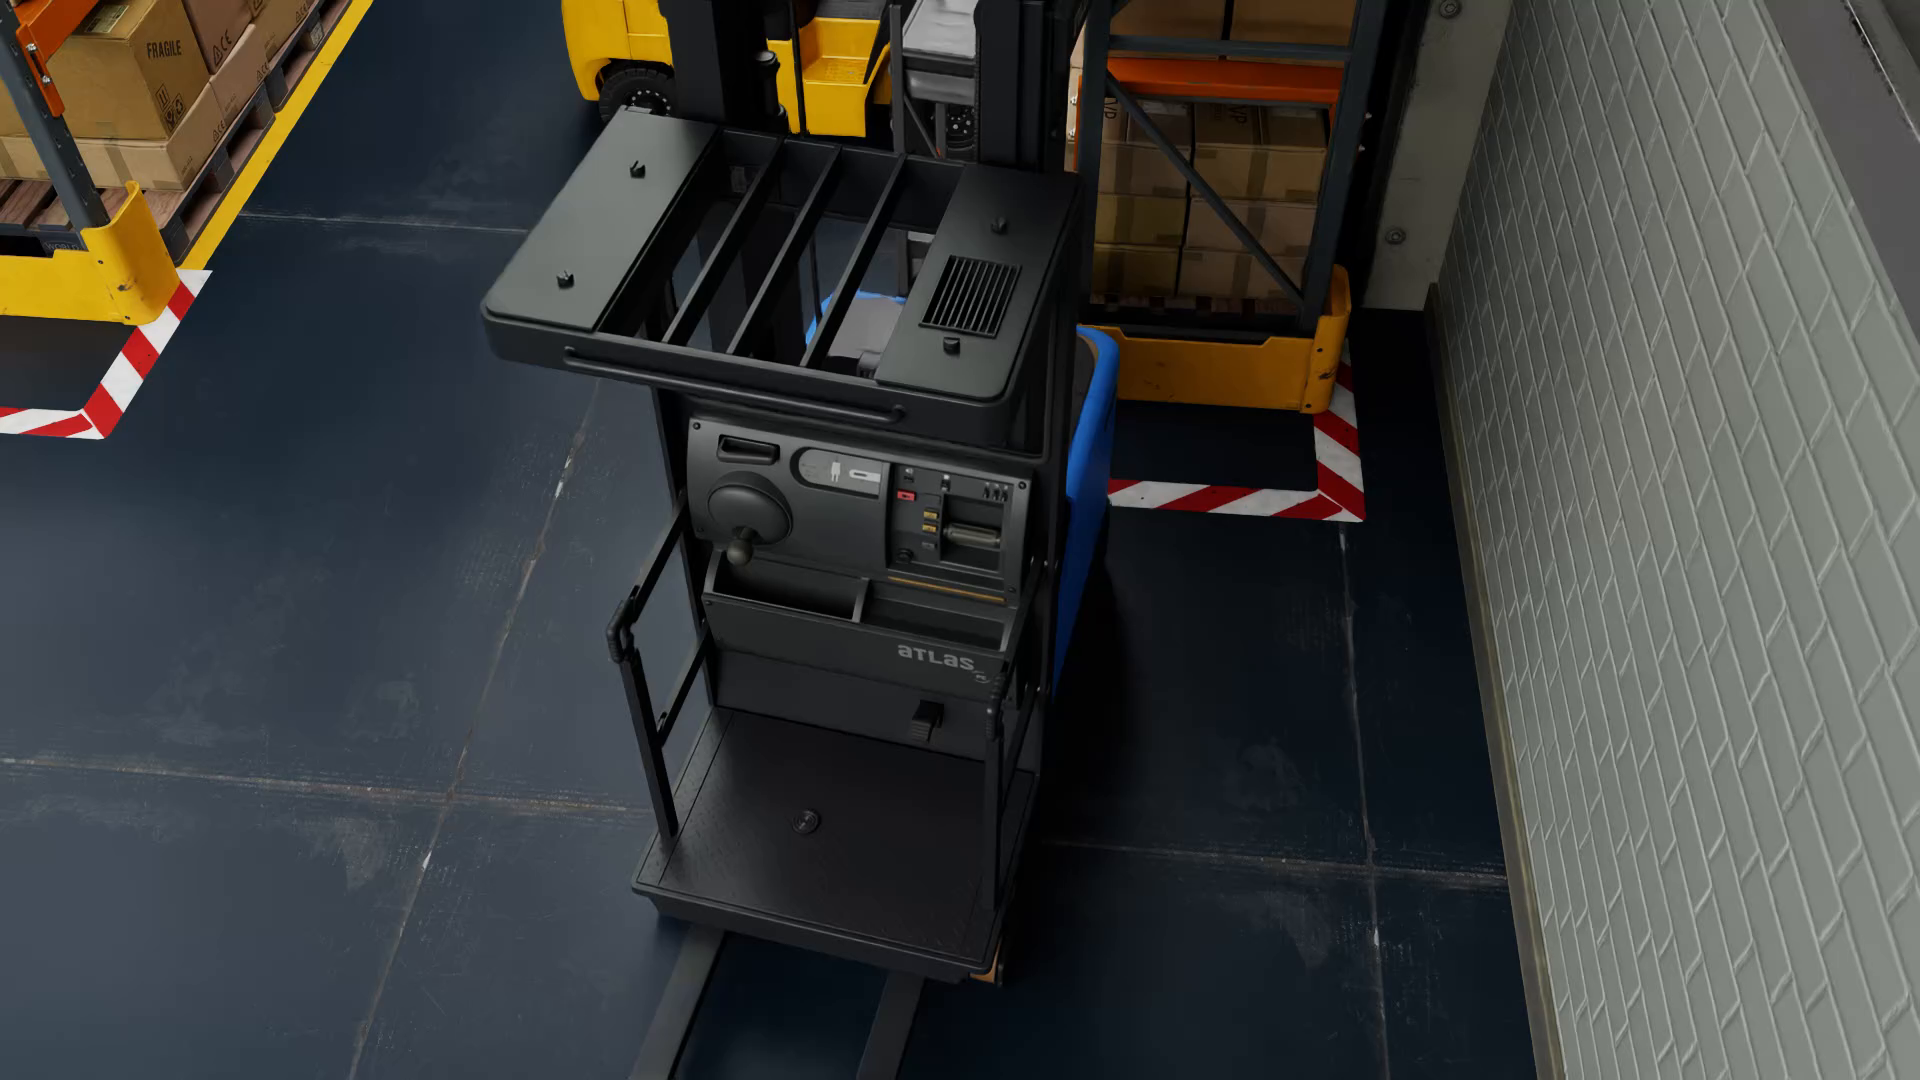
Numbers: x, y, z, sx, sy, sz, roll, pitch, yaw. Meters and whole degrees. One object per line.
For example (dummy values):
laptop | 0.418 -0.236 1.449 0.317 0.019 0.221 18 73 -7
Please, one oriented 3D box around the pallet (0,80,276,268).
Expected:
pallet | -3.895 -1.742 7.700 1.003 0.211 1.213 4 48 4

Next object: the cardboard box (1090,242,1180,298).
cardboard box | 0.660 -1.282 6.969 0.500 0.250 0.500 4 48 4

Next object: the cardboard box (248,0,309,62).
cardboard box | -3.571 -2.597 8.172 0.500 0.250 0.500 7 48 6

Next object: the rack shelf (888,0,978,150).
rack shelf | 0.051 -1.443 5.217 0.431 0.518 0.480 11 48 10

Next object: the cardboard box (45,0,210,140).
cardboard box | -3.661 -2.091 7.201 0.500 0.500 0.500 2 48 2

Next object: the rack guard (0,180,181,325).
rack guard | -4.005 -1.245 7.050 1.175 0.500 0.348 4 48 4

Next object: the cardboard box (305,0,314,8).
cardboard box | -3.523 -2.968 8.511 0.500 0.250 0.500 5 48 4

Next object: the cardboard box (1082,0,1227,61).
cardboard box | 0.715 -2.115 6.084 0.500 0.500 0.500 3 48 3

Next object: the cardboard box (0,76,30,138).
cardboard box | -4.198 -2.106 7.214 0.500 0.500 0.500 4 48 4

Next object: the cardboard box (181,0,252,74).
cardboard box | -3.618 -2.476 7.552 0.500 0.500 0.500 2 48 2

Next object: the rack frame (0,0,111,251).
rack frame | -4.011 -2.033 6.077 1.000 3.000 0.127 4 48 4

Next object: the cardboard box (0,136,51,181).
cardboard box | -4.204 -1.876 7.512 0.500 0.250 0.500 4 48 3

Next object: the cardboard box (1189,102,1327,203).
cardboard box | 1.164 -1.594 6.576 0.500 0.250 0.500 3 48 3

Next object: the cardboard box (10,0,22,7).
cardboard box | -3.774 -2.184 6.385 0.380 0.149 0.250 4 48 4

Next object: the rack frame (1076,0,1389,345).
rack frame | 0.932 -1.702 5.774 1.000 3.000 0.127 4 48 4

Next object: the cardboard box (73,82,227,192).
cardboard box | -3.663 -1.821 7.461 0.500 0.250 0.500 4 48 3

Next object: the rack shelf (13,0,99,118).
rack shelf | -3.829 -3.260 7.686 1.077 0.370 4.000 4 48 4

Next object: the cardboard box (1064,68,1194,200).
cardboard box | 0.663 -1.612 6.593 0.500 0.250 0.500 5 48 5

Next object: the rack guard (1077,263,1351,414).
rack guard | 0.930 -0.841 6.680 1.175 0.500 0.348 4 48 4

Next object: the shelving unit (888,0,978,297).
shelving unit | 0.051 -0.980 5.723 0.431 2.100 0.503 11 48 10

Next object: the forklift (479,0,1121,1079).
forklift | -0.325 0.020 4.246 1.130 2.935 3.031 11 48 10

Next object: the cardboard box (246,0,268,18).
cardboard box | -3.564 -2.844 7.889 0.500 0.500 0.500 5 48 4

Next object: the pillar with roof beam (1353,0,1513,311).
pillar with roof beam | -2.394 -4.467 4.237 9.100 9.000 0.400 4 48 4

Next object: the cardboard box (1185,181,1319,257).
cardboard box | 1.182 -1.416 6.752 0.500 0.250 0.500 5 48 4

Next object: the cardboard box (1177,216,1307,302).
cardboard box | 1.171 -1.263 6.952 0.500 0.250 0.500 4 48 4

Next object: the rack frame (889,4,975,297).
rack frame | -0.010 -0.805 5.564 0.400 2.100 0.015 11 48 10

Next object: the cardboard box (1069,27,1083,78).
cardboard box | 0.704 -1.988 6.937 0.500 0.250 0.500 5 48 4

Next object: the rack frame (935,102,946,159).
rack frame | 0.112 -1.154 5.883 0.400 2.100 0.015 11 48 10

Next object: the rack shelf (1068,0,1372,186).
rack shelf | 1.114 -2.929 7.383 1.077 0.370 4.000 4 48 4

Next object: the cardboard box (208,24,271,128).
cardboard box | -3.608 -2.195 7.804 0.500 0.250 0.500 5 48 5

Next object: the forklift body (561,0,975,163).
forklift body | -0.712 -2.932 7.474 2.313 2.155 1.214 4 48 4

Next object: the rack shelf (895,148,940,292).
rack shelf | 0.051 -0.971 5.733 0.431 0.518 0.480 11 48 10

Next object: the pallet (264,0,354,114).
pallet | -3.782 -2.636 8.518 1.003 0.211 1.213 4 48 4

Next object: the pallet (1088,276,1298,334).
pallet | 0.960 -1.326 7.319 1.003 0.211 1.213 4 48 4

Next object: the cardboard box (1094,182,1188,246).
cardboard box | 0.665 -1.463 6.795 0.500 0.250 0.500 3 48 3

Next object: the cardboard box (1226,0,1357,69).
cardboard box | 1.254 -2.081 6.053 0.500 0.500 0.500 5 48 5
